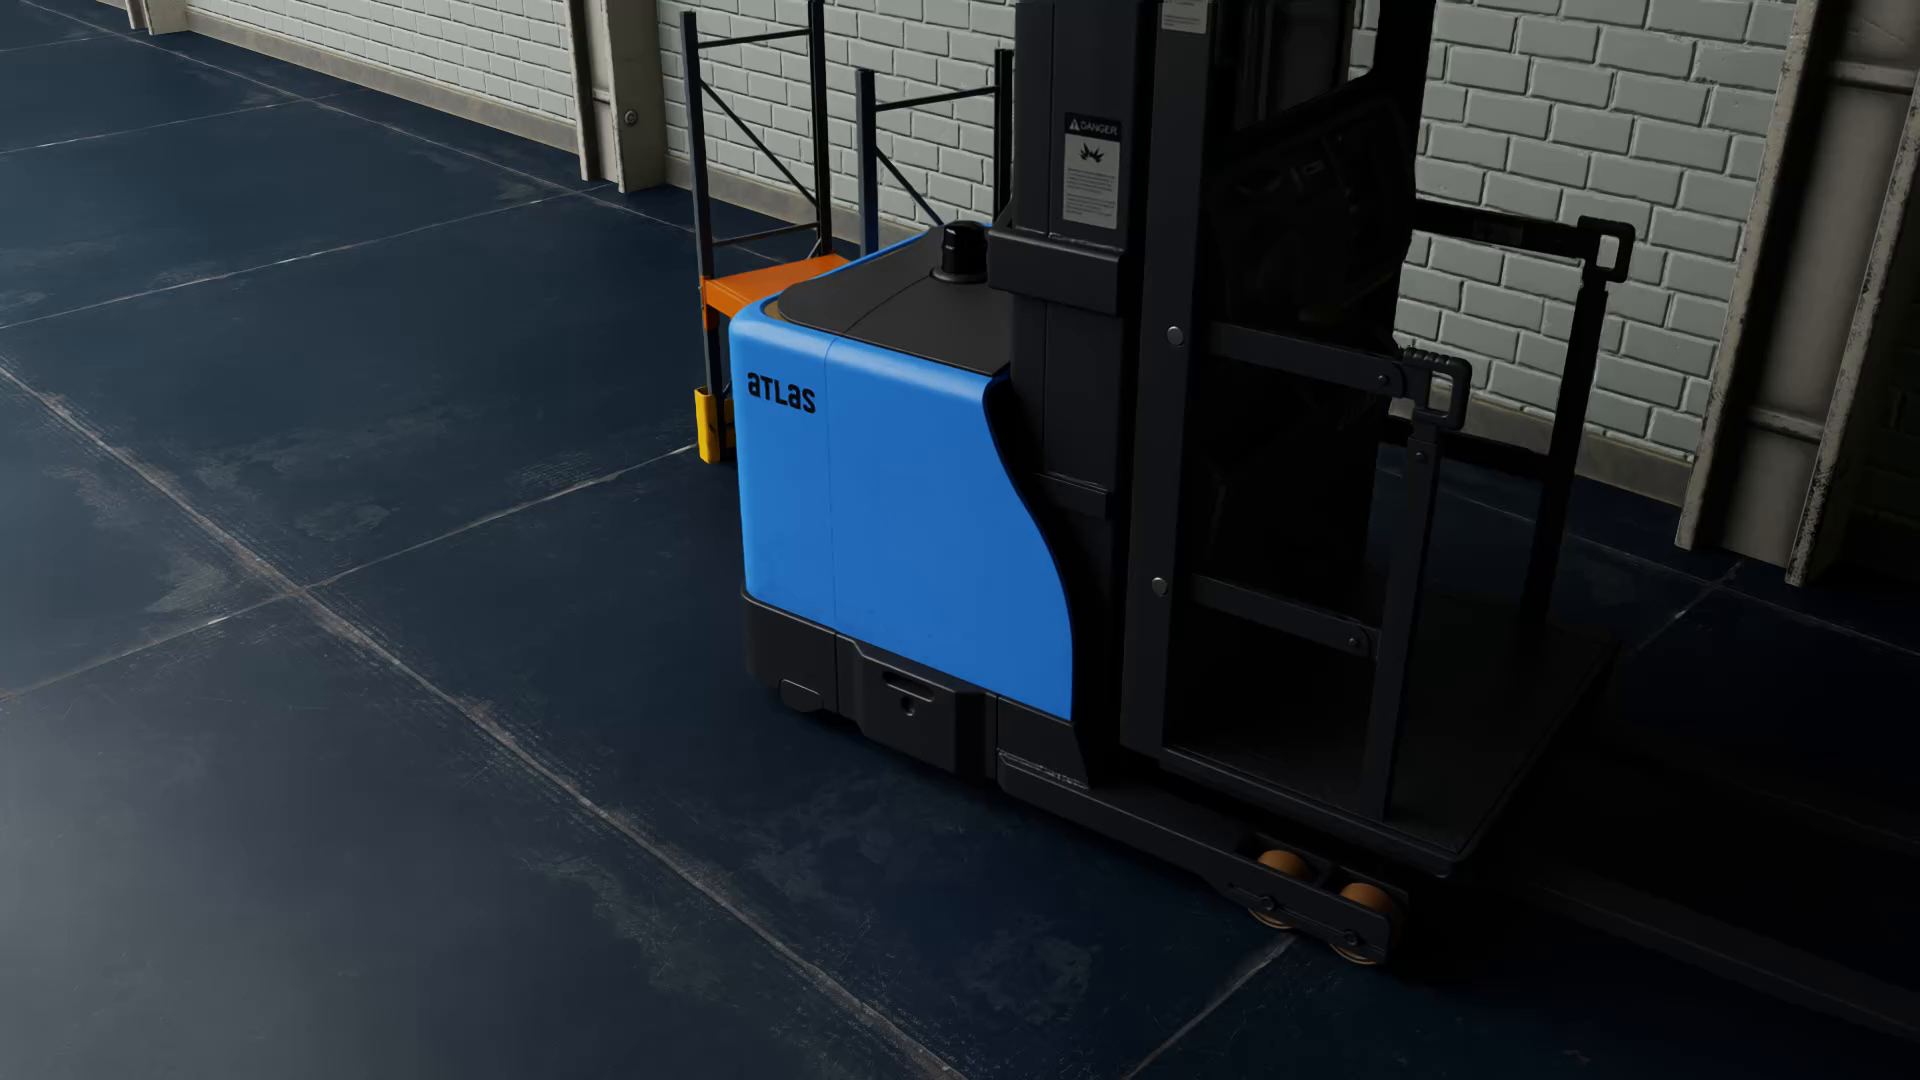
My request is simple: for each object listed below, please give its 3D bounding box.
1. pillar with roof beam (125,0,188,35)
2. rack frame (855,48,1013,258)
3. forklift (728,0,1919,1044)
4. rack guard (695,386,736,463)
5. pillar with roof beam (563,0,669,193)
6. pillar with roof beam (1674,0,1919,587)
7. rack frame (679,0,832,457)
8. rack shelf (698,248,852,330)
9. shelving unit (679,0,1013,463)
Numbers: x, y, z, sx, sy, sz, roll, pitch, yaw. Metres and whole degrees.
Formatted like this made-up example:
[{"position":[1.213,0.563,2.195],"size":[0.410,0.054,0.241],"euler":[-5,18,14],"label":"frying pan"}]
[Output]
[{"position":[-9.085,-6.441,7.831],"size":[0.400,9.000,9.100],"euler":[25,36,38],"label":"pillar with roof beam"},{"position":[-0.065,-0.635,4.847],"size":[0.500,1.500,0.032],"euler":[-18,33,-31],"label":"rack frame"},{"position":[0.919,-0.678,3.390],"size":[3.031,2.935,1.130],"euler":[18,33,31],"label":"forklift"},{"position":[-0.652,-0.468,5.871],"size":[0.587,0.250,0.087],"euler":[-18,33,-31],"label":"rack guard"},{"position":[-4.806,-4.484,4.108],"size":[0.400,9.000,9.100],"euler":[25,36,38],"label":"pillar with roof beam"},{"position":[-0.528,-2.526,0.385],"size":[0.400,9.000,9.100],"euler":[25,36,38],"label":"pillar with roof beam"},{"position":[-0.652,-1.021,5.581],"size":[0.500,1.500,0.032],"euler":[-18,33,-31],"label":"rack frame"},{"position":[-0.359,-0.669,5.298],"size":[0.538,0.185,1.000],"euler":[-18,33,-31],"label":"rack shelf"},{"position":[-0.364,-0.832,5.220],"size":[0.587,1.500,1.083],"euler":[-18,33,-31],"label":"shelving unit"}]
